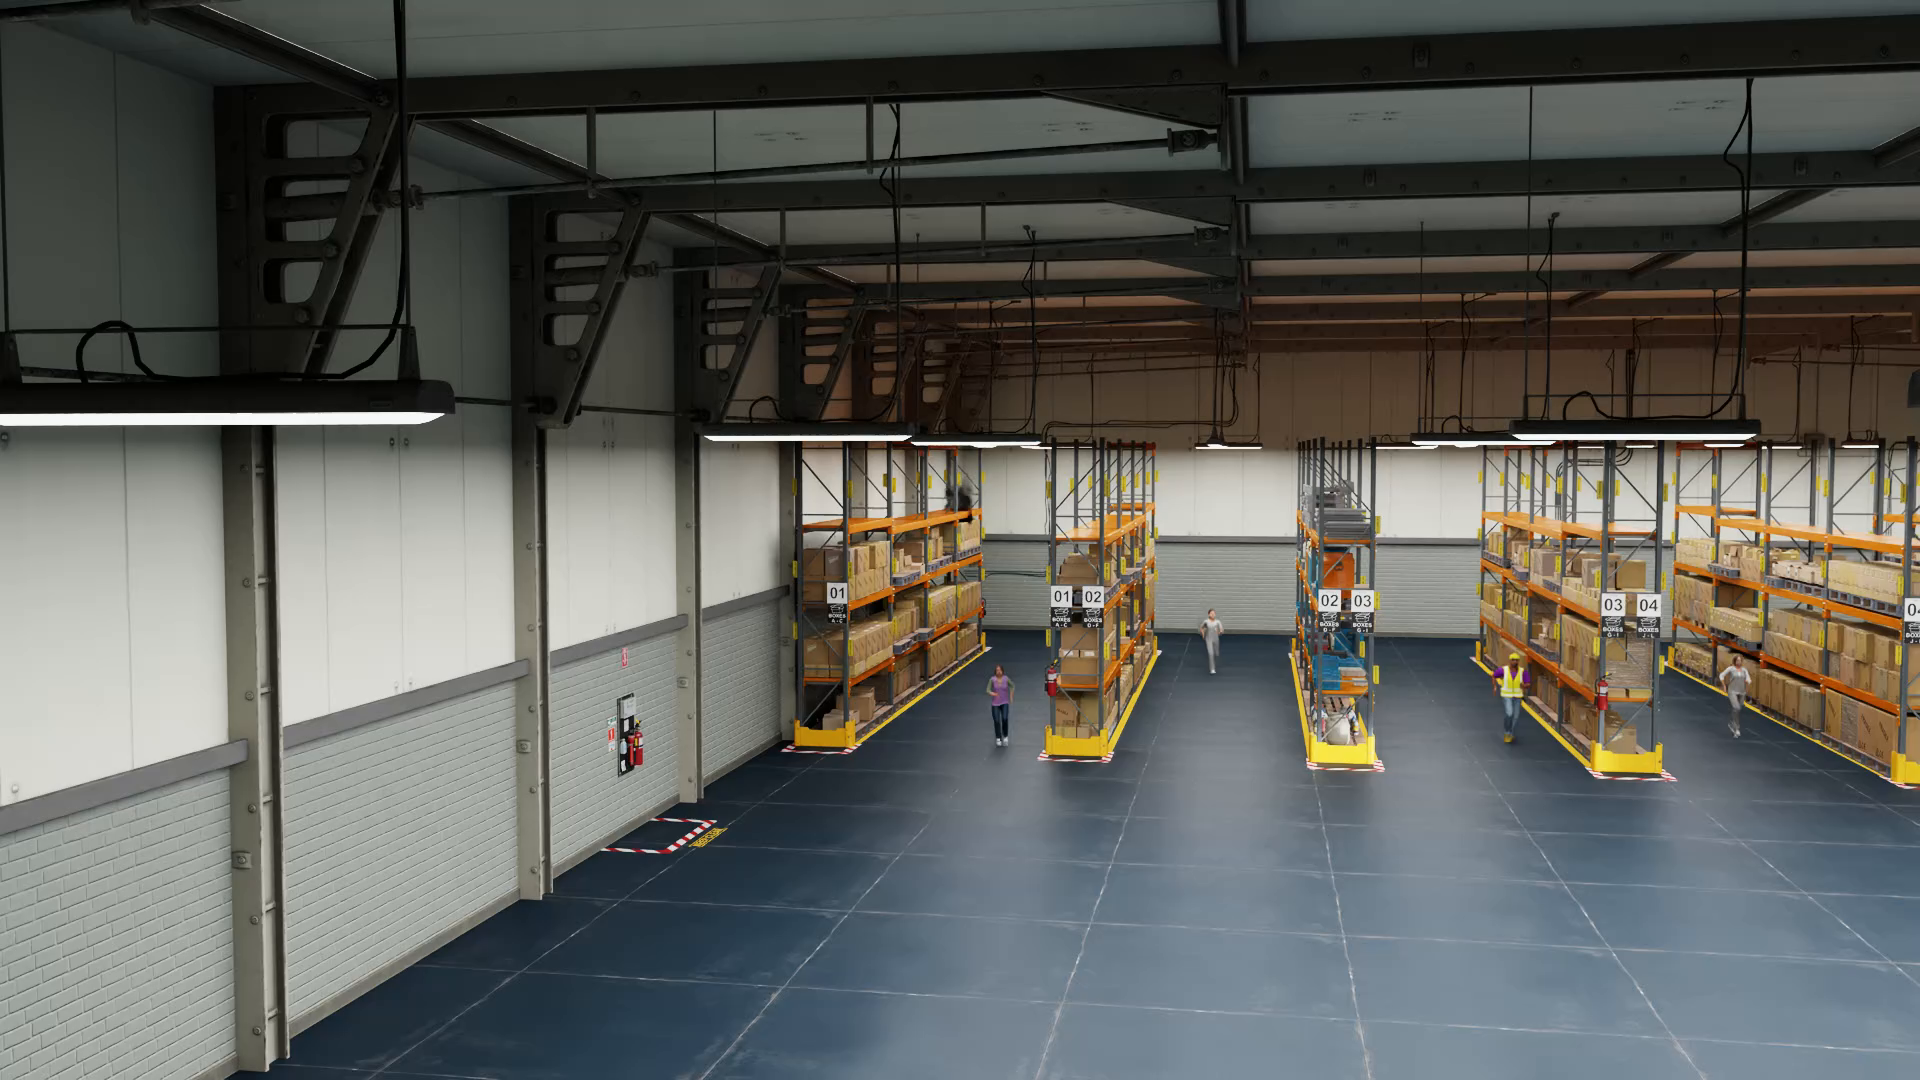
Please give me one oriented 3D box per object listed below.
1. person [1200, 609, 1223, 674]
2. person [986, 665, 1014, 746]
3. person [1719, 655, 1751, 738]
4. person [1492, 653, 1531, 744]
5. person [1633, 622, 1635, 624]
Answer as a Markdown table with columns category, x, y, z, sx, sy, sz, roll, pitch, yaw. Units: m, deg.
| category | x | y | z | sx | sy | sz | roll | pitch | yaw |
| --- | --- | --- | --- | --- | --- | --- | --- | --- | --- |
| person | 6.527 | 2.616 | 43.119 | 0.577 | 1.641 | 0.868 | 0 | 3 | -1 |
| person | 0.779 | 3.210 | 32.274 | 0.556 | 1.586 | 0.620 | 0 | 3 | 2 |
| person | 15.672 | 3.137 | 33.584 | 0.510 | 1.643 | 0.737 | 0 | 3 | -2 |
| person | 10.862 | 3.115 | 32.694 | 0.687 | 1.791 | 0.701 | 0 | 3 | 5 |
| person | 17.668 | 2.485 | 43.997 | 0.724 | 1.750 | 0.939 | 2 | 4 | 35 |
